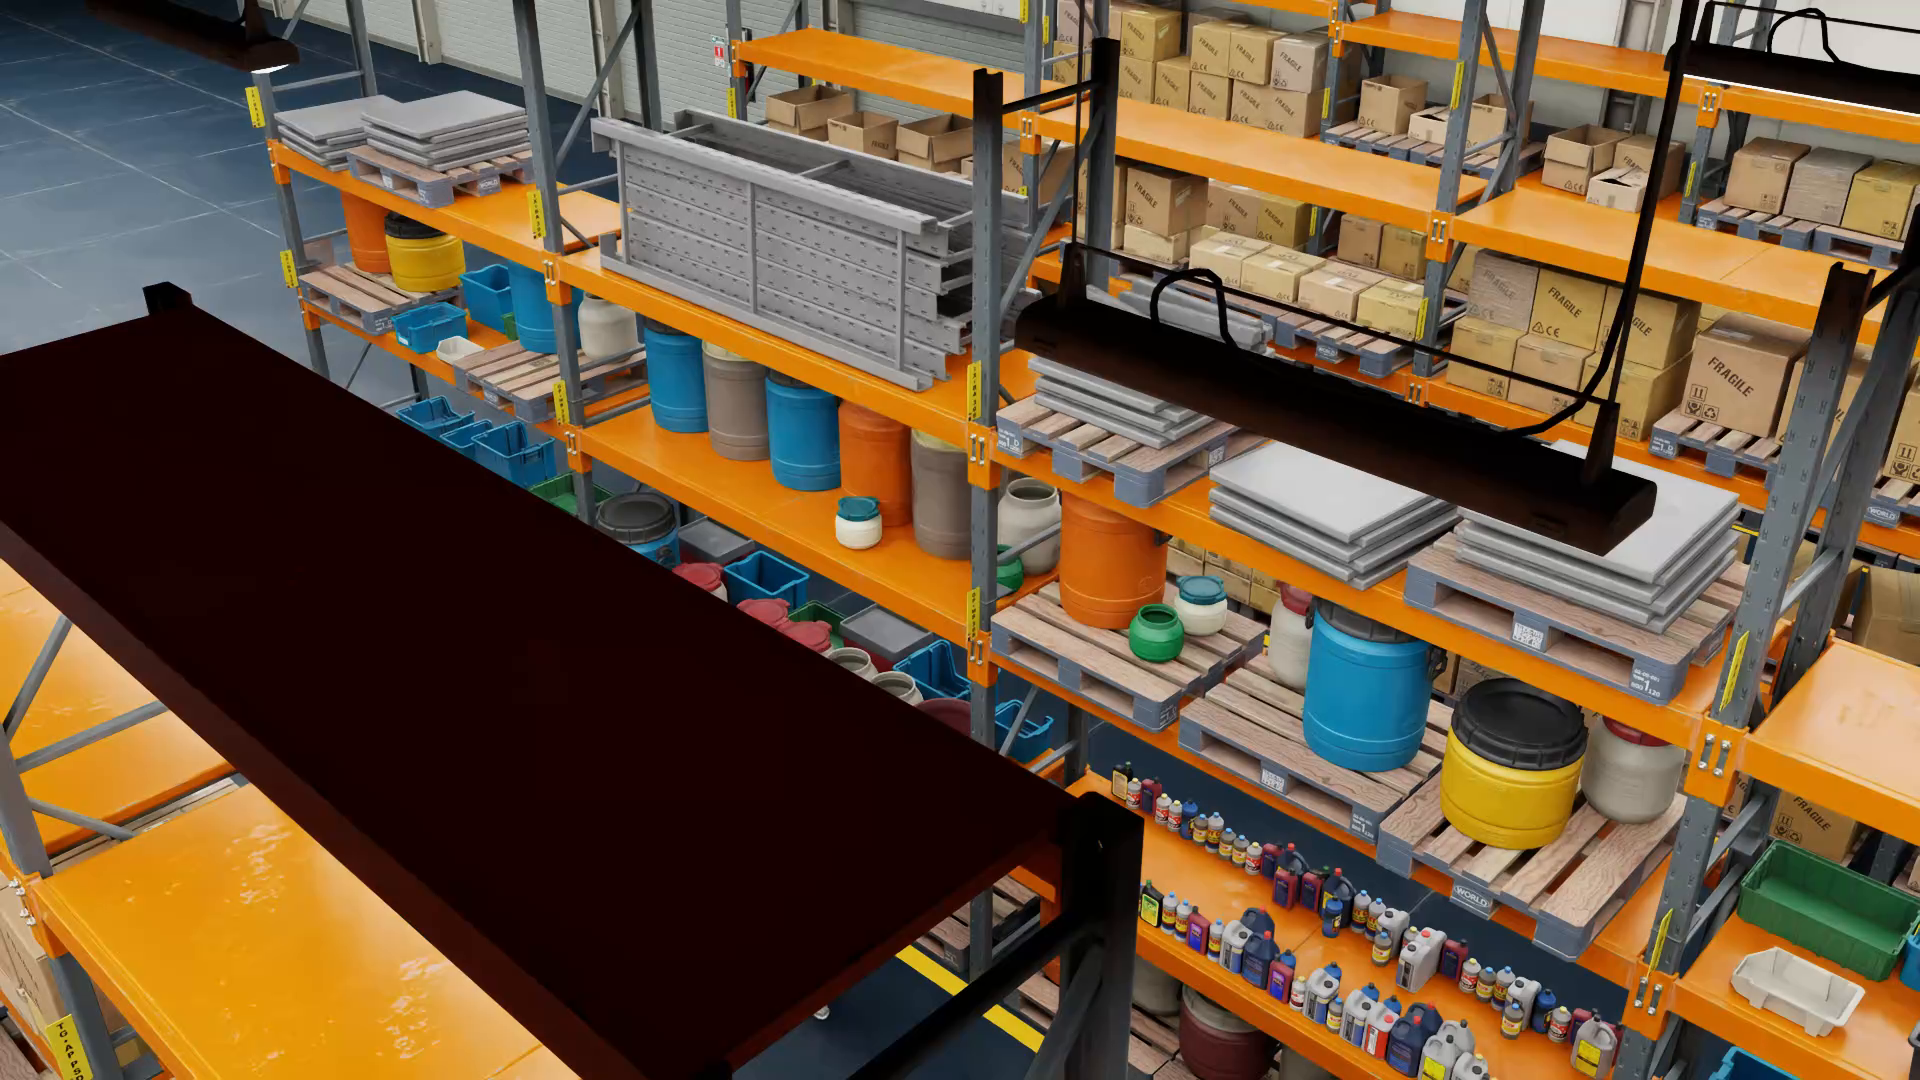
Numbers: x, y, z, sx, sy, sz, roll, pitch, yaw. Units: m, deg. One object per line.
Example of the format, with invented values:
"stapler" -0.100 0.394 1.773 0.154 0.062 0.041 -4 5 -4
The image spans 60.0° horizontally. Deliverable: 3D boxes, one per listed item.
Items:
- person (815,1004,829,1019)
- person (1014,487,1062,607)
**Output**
"person" -0.946 2.335 10.468 0.498 1.586 0.446 -2 29 -4
"person" 0.723 0.068 14.291 0.582 1.774 0.474 -17 34 -27
